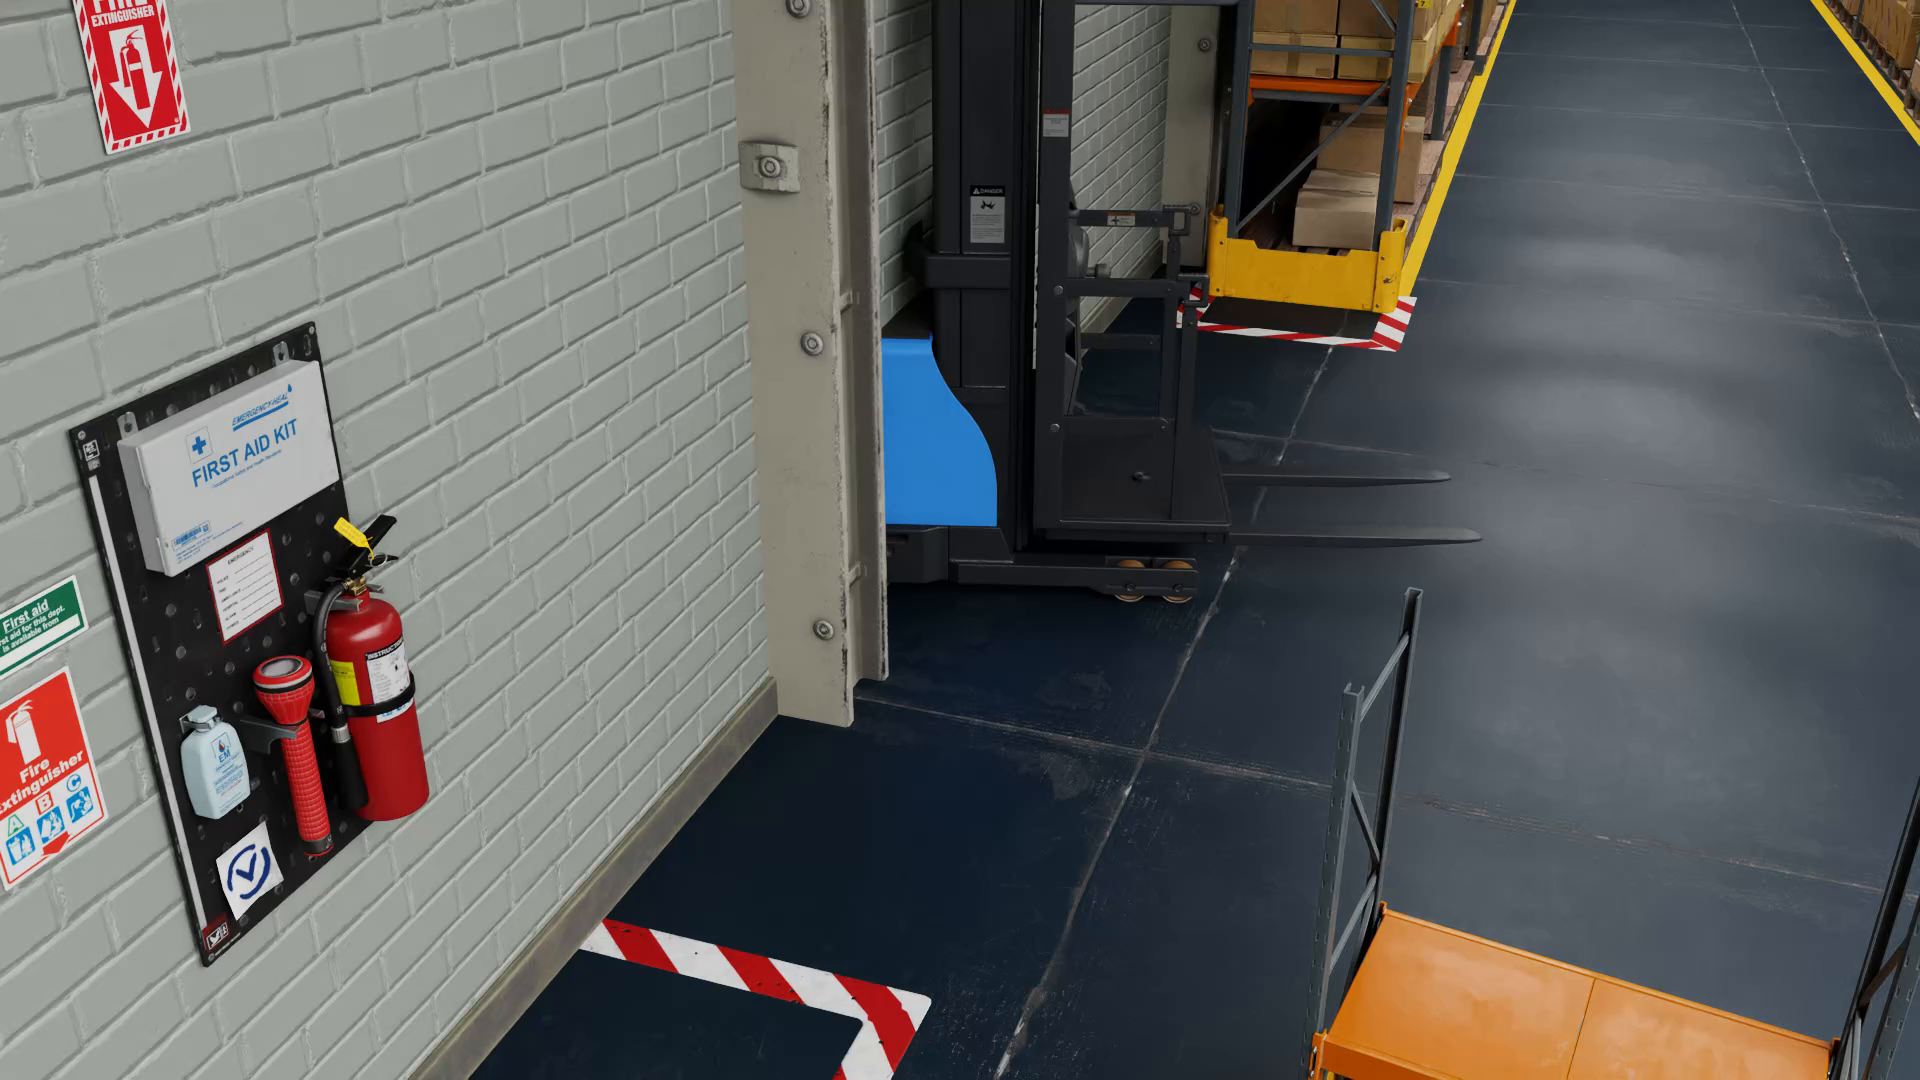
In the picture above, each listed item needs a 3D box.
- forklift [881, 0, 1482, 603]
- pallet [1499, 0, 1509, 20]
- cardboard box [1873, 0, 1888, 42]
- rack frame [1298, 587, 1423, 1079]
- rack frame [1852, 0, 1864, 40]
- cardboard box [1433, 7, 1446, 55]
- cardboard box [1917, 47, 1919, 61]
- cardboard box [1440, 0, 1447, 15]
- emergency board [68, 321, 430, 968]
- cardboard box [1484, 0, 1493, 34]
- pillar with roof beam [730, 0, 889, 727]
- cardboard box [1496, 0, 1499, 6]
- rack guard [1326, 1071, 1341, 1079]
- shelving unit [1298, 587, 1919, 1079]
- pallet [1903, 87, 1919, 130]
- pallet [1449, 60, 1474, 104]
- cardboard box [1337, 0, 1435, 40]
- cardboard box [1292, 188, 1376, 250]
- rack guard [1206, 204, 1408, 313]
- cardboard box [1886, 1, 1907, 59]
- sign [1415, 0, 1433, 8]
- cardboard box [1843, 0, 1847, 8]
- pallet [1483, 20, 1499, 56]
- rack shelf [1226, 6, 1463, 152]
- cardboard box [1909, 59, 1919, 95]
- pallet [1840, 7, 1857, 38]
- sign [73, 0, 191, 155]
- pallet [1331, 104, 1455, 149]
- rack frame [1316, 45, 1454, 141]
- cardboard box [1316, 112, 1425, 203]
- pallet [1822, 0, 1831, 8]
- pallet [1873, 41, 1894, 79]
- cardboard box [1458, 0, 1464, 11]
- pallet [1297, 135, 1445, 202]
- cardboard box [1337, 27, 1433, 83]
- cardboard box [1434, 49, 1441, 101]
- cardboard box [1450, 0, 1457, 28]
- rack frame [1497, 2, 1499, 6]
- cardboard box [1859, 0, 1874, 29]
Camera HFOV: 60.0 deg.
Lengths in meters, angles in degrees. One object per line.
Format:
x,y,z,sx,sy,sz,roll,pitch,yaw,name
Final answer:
0.627,-1.304,6.579,3.031,2.935,1.130,1,26,3,forklift
6.424,-6.821,21.095,1.003,0.211,1.213,9,27,17,pallet
10.039,-5.542,17.618,0.500,0.500,0.500,9,27,18,cardboard box
0.868,0.875,3.721,0.032,1.500,0.500,13,29,25,rack frame
10.770,-7.058,18.385,1.000,3.000,0.127,9,27,17,rack frame
2.901,-3.363,10.903,0.500,0.250,0.500,8,27,17,cardboard box
8.988,-4.445,15.019,0.500,0.311,0.500,10,27,19,cardboard box
2.898,-3.688,10.714,0.500,0.500,0.500,8,27,16,cardboard box
-1.334,0.219,3.355,0.194,1.169,0.643,9,27,17,emergency board
5.432,-5.995,18.174,0.750,0.750,0.750,9,27,17,cardboard box
3.584,-2.867,2.844,9.100,9.000,0.400,9,27,17,pillar with roof beam
6.004,-6.710,19.652,0.750,0.750,0.750,9,27,18,cardboard box
0.870,1.438,3.993,0.087,0.250,0.587,13,29,25,rack guard
1.309,0.978,3.509,1.083,1.500,0.587,13,29,25,shelving unit
9.128,-3.826,14.911,1.003,0.211,1.213,9,27,17,pallet
4.505,-4.555,16.415,1.003,0.211,1.213,9,27,17,pallet
2.547,-3.275,9.861,0.500,0.500,0.500,9,27,18,cardboard box
2.419,-2.102,10.731,0.500,0.311,0.500,6,26,12,cardboard box
2.130,-1.750,10.290,1.175,0.500,0.348,9,27,17,rack guard
9.701,-5.118,16.742,0.500,0.500,0.500,8,27,16,cardboard box
2.616,-3.154,9.329,0.100,0.325,0.005,9,27,17,sign
10.760,-6.411,19.815,0.380,0.149,0.250,9,27,17,cardboard box
5.507,-5.689,18.757,1.003,0.211,1.213,9,27,17,pallet
2.770,-3.341,11.535,1.077,0.370,4.000,9,27,17,rack shelf
8.988,-4.193,15.141,0.500,0.250,0.500,9,27,17,cardboard box
11.000,-6.085,19.575,1.003,0.211,1.213,9,27,17,pallet
-1.430,-0.835,2.873,0.001,0.298,0.199,9,27,17,sign
3.693,-3.552,14.344,1.003,0.211,1.213,9,27,17,pallet
3.435,-4.487,13.076,1.000,3.000,0.127,9,27,17,rack frame
2.900,-2.716,11.781,0.700,0.500,0.500,7,27,14,cardboard box
11.811,-7.087,21.646,1.003,0.211,1.213,9,27,17,pallet
10.131,-4.960,17.252,1.003,0.211,1.213,9,27,17,pallet
3.564,-4.190,12.611,0.500,0.250,0.500,9,27,18,cardboard box
3.245,-2.951,13.103,1.003,0.211,1.213,9,27,17,pallet
2.566,-2.939,10.028,0.500,0.250,0.500,8,27,16,cardboard box
3.997,-4.288,15.029,0.700,0.500,0.500,9,27,18,cardboard box
3.237,-3.778,11.759,0.500,0.250,0.500,9,27,17,cardboard box
6.097,-7.775,19.866,1.000,3.000,0.127,9,27,17,rack frame
10.379,-5.967,18.496,0.500,0.500,0.500,8,27,15,cardboard box
